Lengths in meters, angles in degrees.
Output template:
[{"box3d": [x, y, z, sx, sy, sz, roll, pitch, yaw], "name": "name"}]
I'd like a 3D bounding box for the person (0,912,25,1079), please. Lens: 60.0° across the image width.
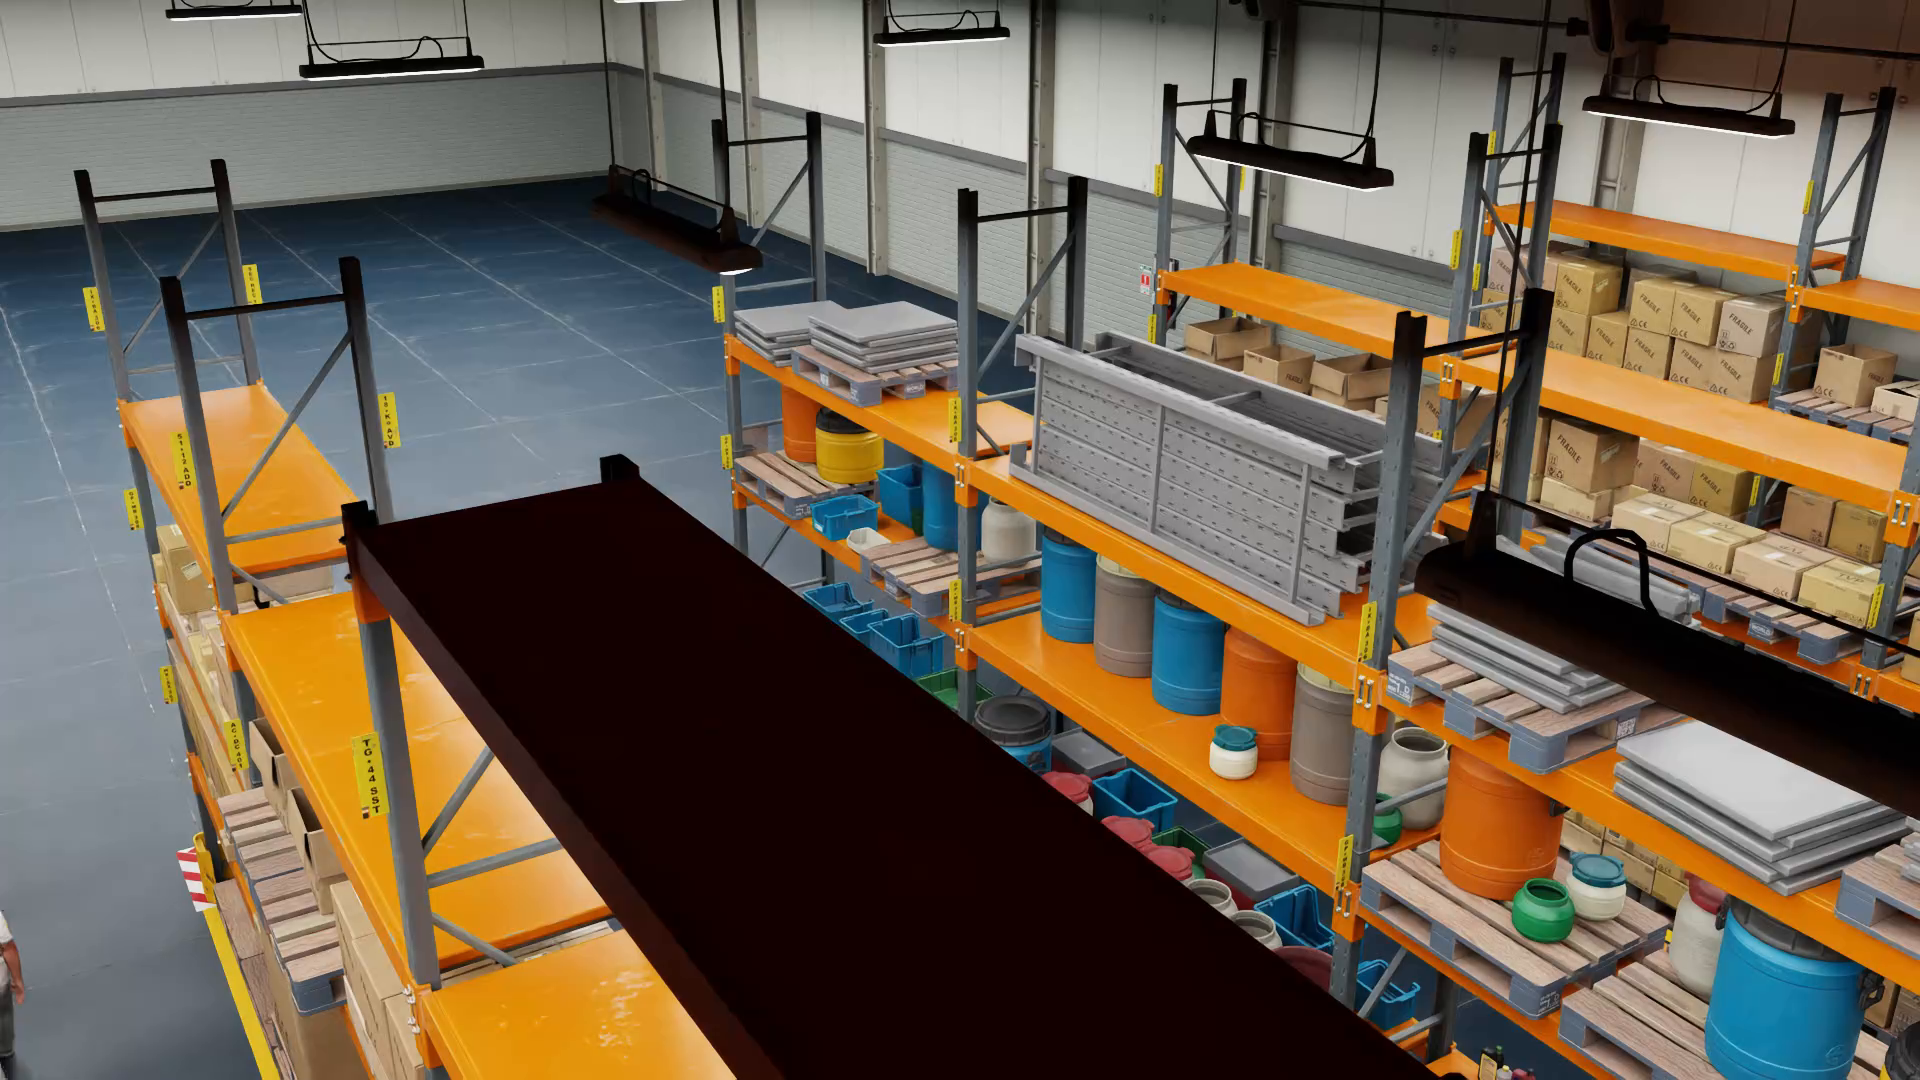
[{"box3d": [-6.833, 3.018, 11.507, 0.554, 1.708, 1.004, -18, 28, -37], "name": "person"}]
